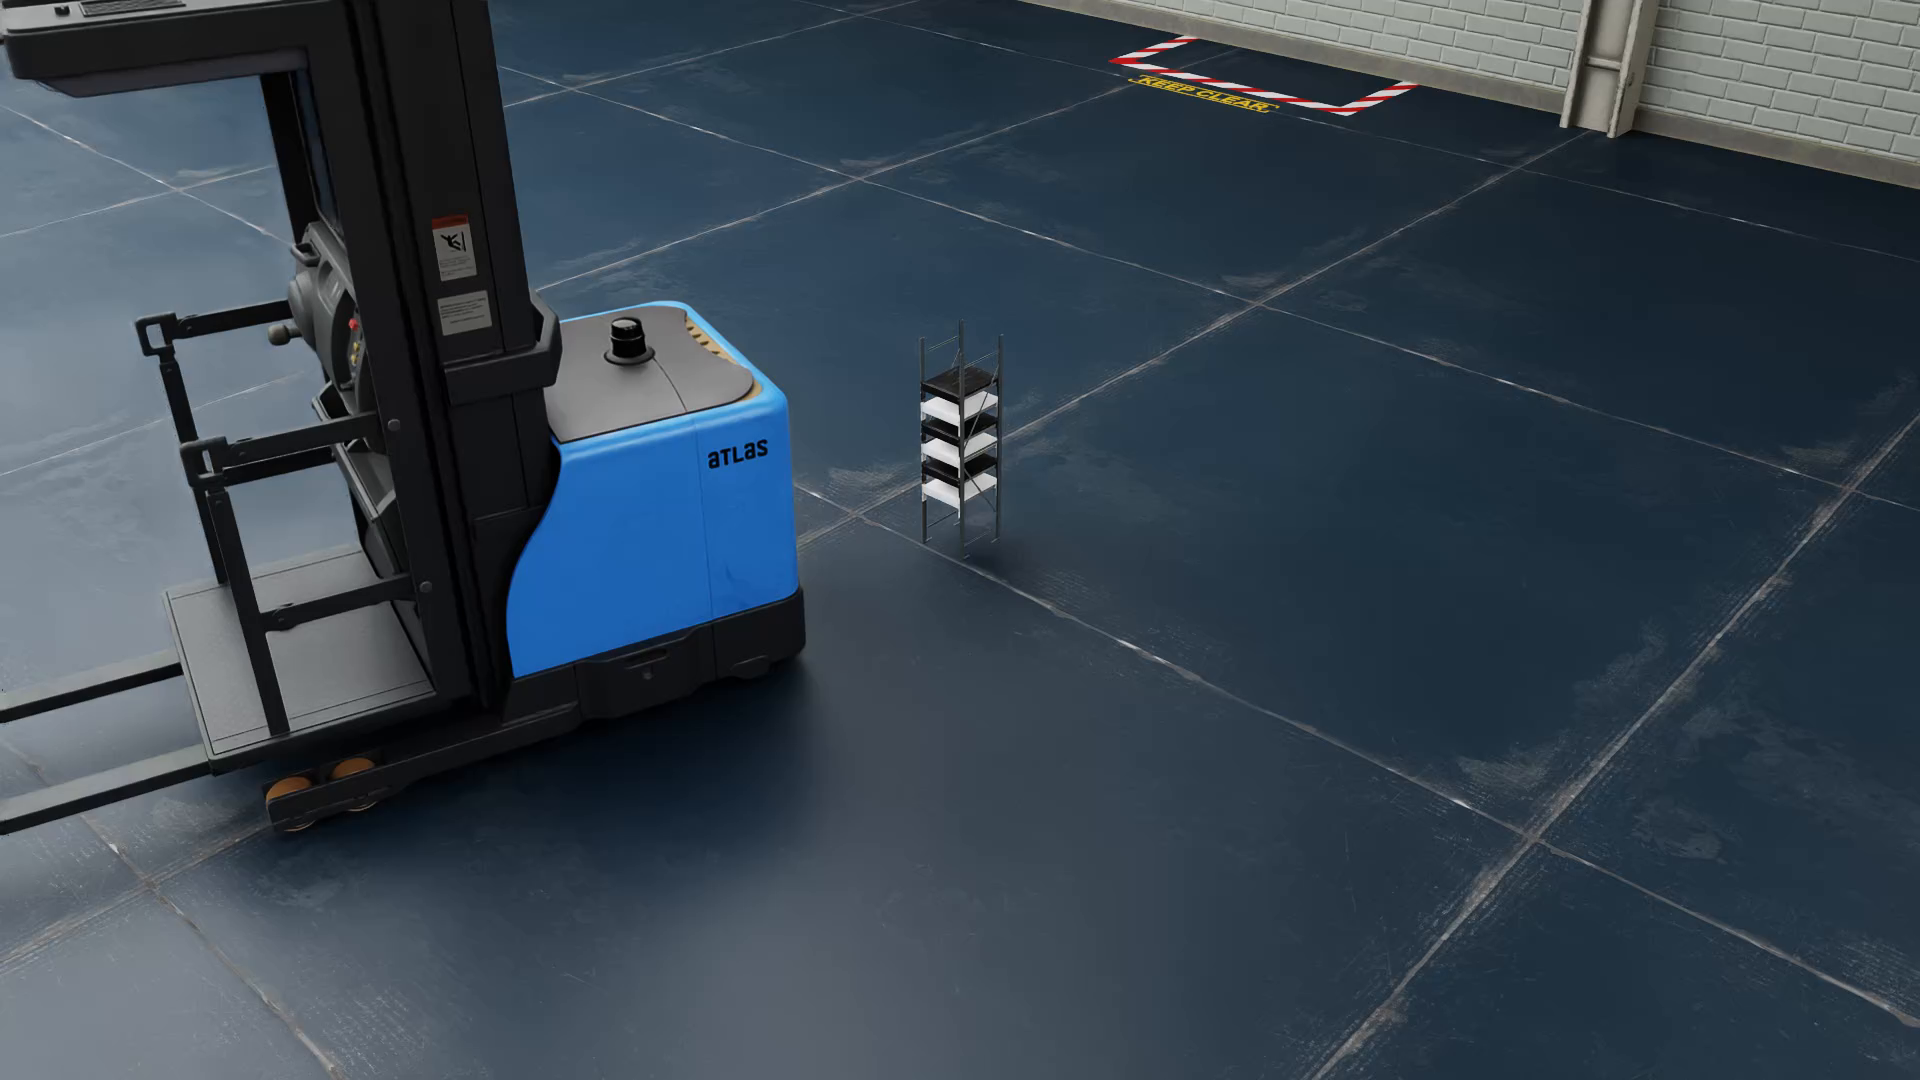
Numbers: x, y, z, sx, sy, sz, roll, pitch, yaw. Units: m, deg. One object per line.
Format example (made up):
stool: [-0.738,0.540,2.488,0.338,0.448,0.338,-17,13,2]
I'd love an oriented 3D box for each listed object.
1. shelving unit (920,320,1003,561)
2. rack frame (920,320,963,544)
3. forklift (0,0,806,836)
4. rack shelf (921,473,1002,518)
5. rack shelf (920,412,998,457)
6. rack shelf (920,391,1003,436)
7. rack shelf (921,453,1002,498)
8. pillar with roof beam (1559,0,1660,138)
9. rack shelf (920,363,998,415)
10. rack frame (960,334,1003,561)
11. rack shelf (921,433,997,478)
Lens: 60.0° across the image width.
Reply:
shelving unit: [0.006,-0.383,6.513,0.210,0.900,0.258,25,39,35]
rack frame: [-0.069,-0.418,6.572,0.006,0.900,0.240,25,39,35]
forklift: [-2.093,-0.653,4.992,3.031,2.935,1.130,-16,35,-25]
rack shelf: [0.006,-0.200,6.623,0.200,0.077,0.258,25,39,35]
rack shelf: [0.006,-0.431,6.484,0.200,0.077,0.258,25,39,35]
rack shelf: [0.006,-0.508,6.438,0.200,0.077,0.258,25,39,35]
rack shelf: [0.006,-0.277,6.577,0.200,0.077,0.258,25,39,35]
pillar with roof beam: [1.506,-5.061,6.432,0.400,9.000,9.100,25,39,35]
rack shelf: [0.006,-0.585,6.391,0.200,0.077,0.258,25,39,35]
rack frame: [0.081,-0.348,6.455,0.006,0.900,0.240,25,39,35]
rack shelf: [0.006,-0.354,6.530,0.200,0.077,0.258,25,39,35]
